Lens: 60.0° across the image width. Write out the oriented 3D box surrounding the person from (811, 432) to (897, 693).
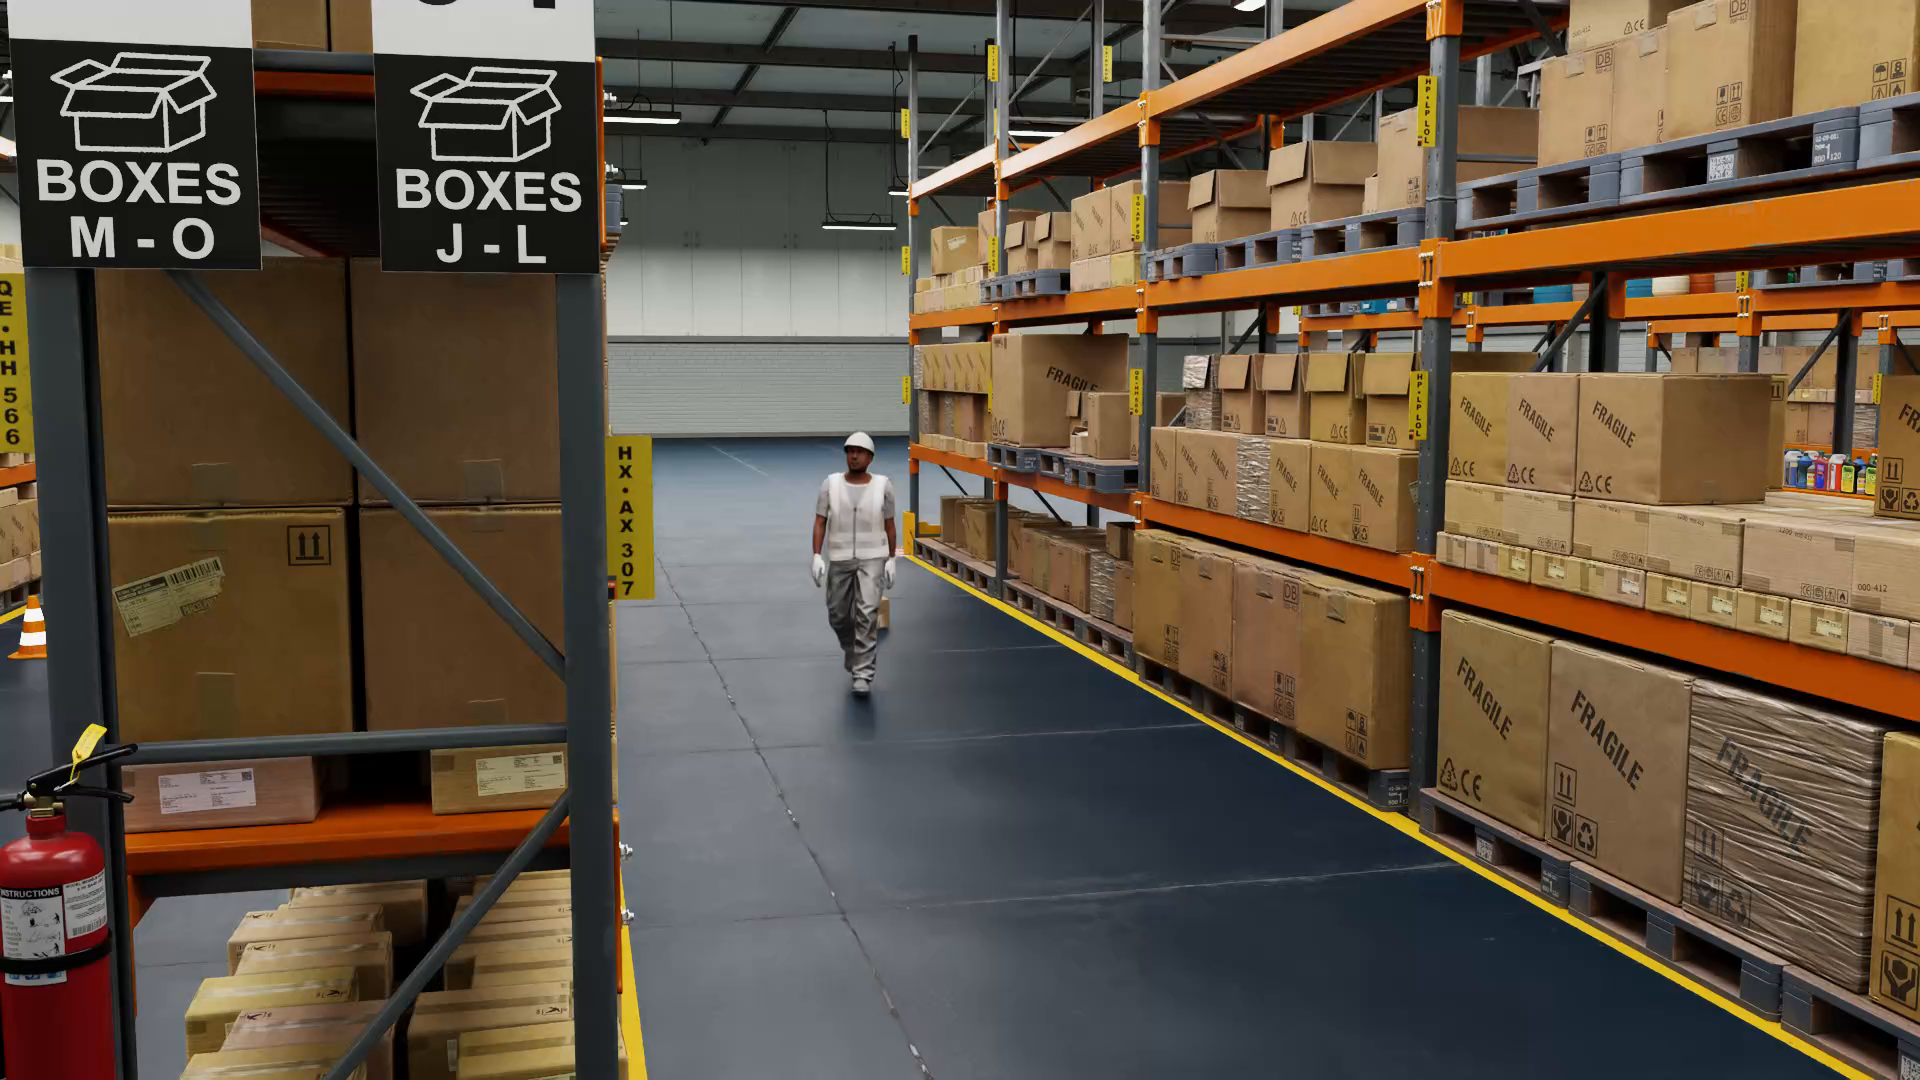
[{"bbox_3d":[-0.725,0.137,11.442,0.572,1.759,0.867,0,6,3],"label":"person"}]
